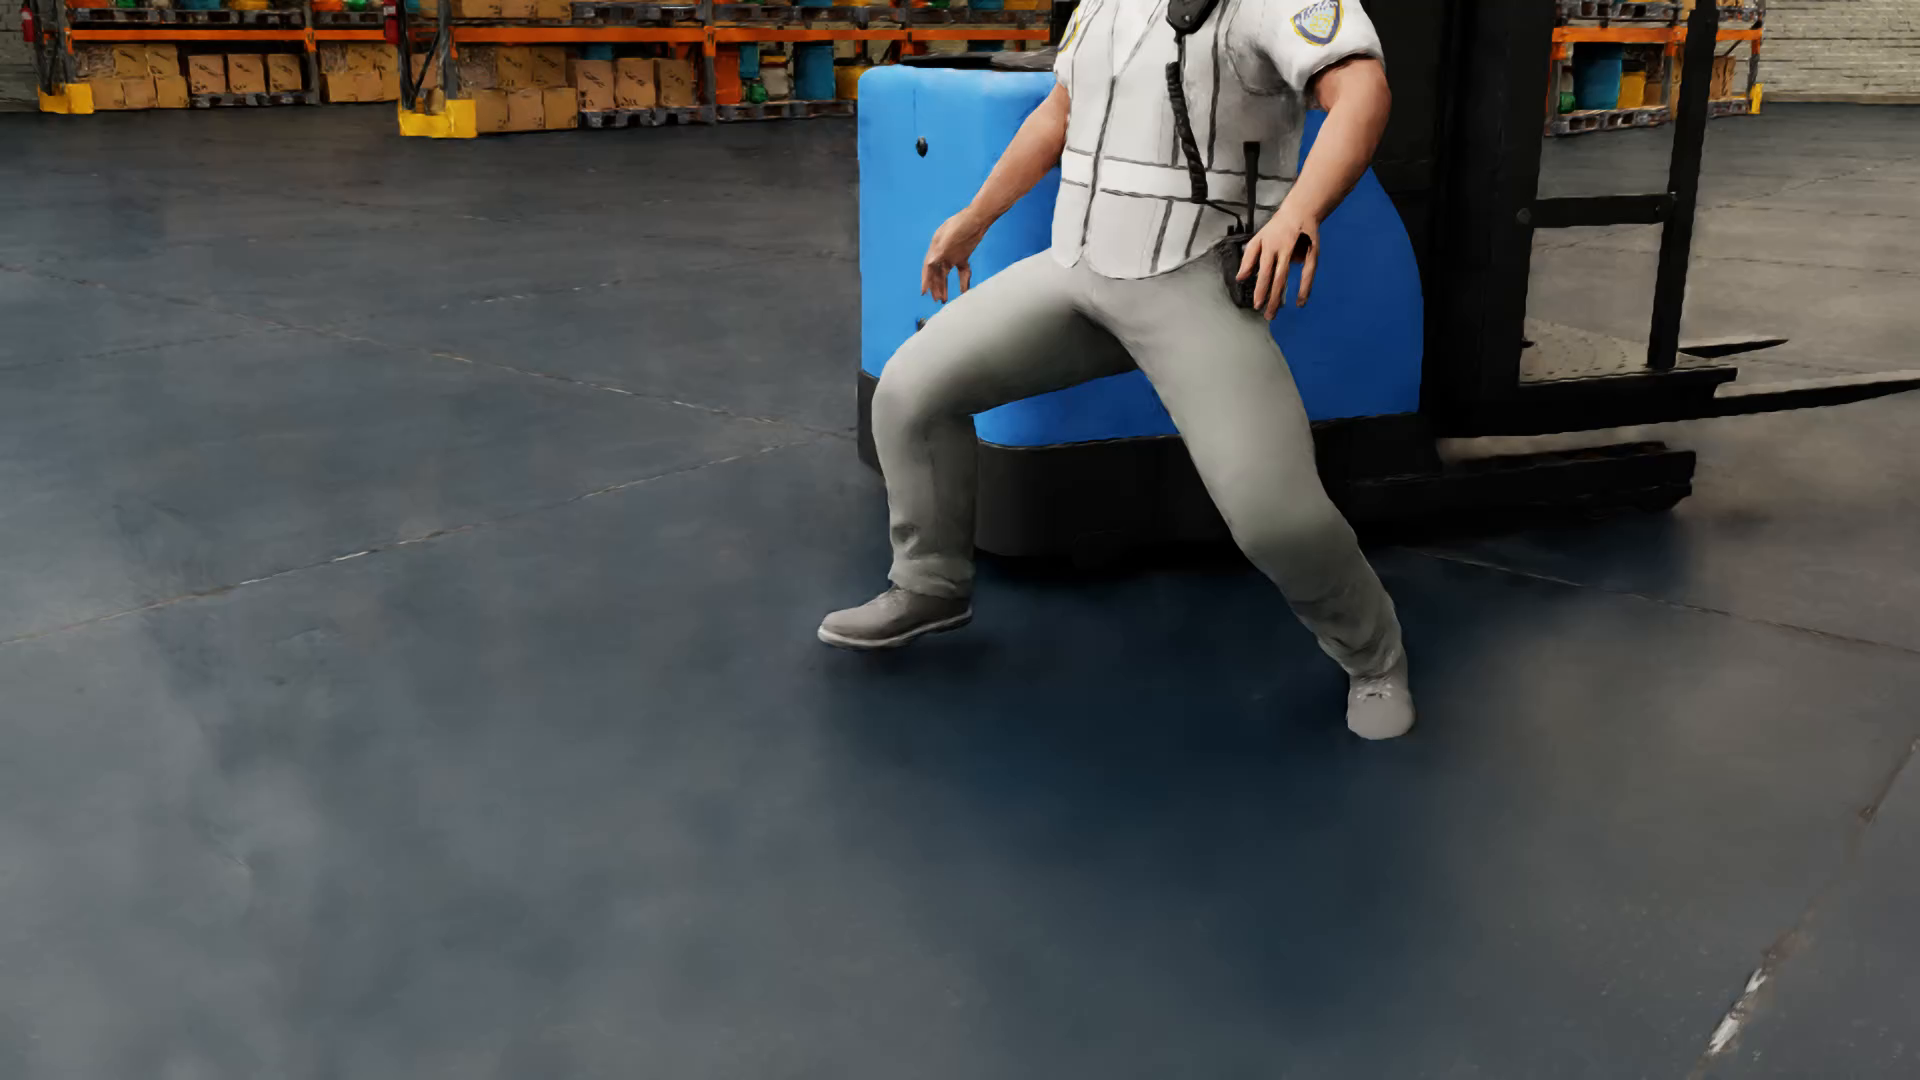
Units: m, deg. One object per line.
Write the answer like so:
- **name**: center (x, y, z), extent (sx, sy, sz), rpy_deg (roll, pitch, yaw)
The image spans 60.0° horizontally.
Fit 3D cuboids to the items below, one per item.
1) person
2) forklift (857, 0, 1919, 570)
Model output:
- **person**: center (0.336, -0.455, 2.803), extent (0.825, 1.624, 1.001), rpy_deg (-13, 21, -36)
- **forklift**: center (1.302, -1.588, 4.126), extent (3.031, 2.935, 1.130), rpy_deg (-6, 18, -20)
